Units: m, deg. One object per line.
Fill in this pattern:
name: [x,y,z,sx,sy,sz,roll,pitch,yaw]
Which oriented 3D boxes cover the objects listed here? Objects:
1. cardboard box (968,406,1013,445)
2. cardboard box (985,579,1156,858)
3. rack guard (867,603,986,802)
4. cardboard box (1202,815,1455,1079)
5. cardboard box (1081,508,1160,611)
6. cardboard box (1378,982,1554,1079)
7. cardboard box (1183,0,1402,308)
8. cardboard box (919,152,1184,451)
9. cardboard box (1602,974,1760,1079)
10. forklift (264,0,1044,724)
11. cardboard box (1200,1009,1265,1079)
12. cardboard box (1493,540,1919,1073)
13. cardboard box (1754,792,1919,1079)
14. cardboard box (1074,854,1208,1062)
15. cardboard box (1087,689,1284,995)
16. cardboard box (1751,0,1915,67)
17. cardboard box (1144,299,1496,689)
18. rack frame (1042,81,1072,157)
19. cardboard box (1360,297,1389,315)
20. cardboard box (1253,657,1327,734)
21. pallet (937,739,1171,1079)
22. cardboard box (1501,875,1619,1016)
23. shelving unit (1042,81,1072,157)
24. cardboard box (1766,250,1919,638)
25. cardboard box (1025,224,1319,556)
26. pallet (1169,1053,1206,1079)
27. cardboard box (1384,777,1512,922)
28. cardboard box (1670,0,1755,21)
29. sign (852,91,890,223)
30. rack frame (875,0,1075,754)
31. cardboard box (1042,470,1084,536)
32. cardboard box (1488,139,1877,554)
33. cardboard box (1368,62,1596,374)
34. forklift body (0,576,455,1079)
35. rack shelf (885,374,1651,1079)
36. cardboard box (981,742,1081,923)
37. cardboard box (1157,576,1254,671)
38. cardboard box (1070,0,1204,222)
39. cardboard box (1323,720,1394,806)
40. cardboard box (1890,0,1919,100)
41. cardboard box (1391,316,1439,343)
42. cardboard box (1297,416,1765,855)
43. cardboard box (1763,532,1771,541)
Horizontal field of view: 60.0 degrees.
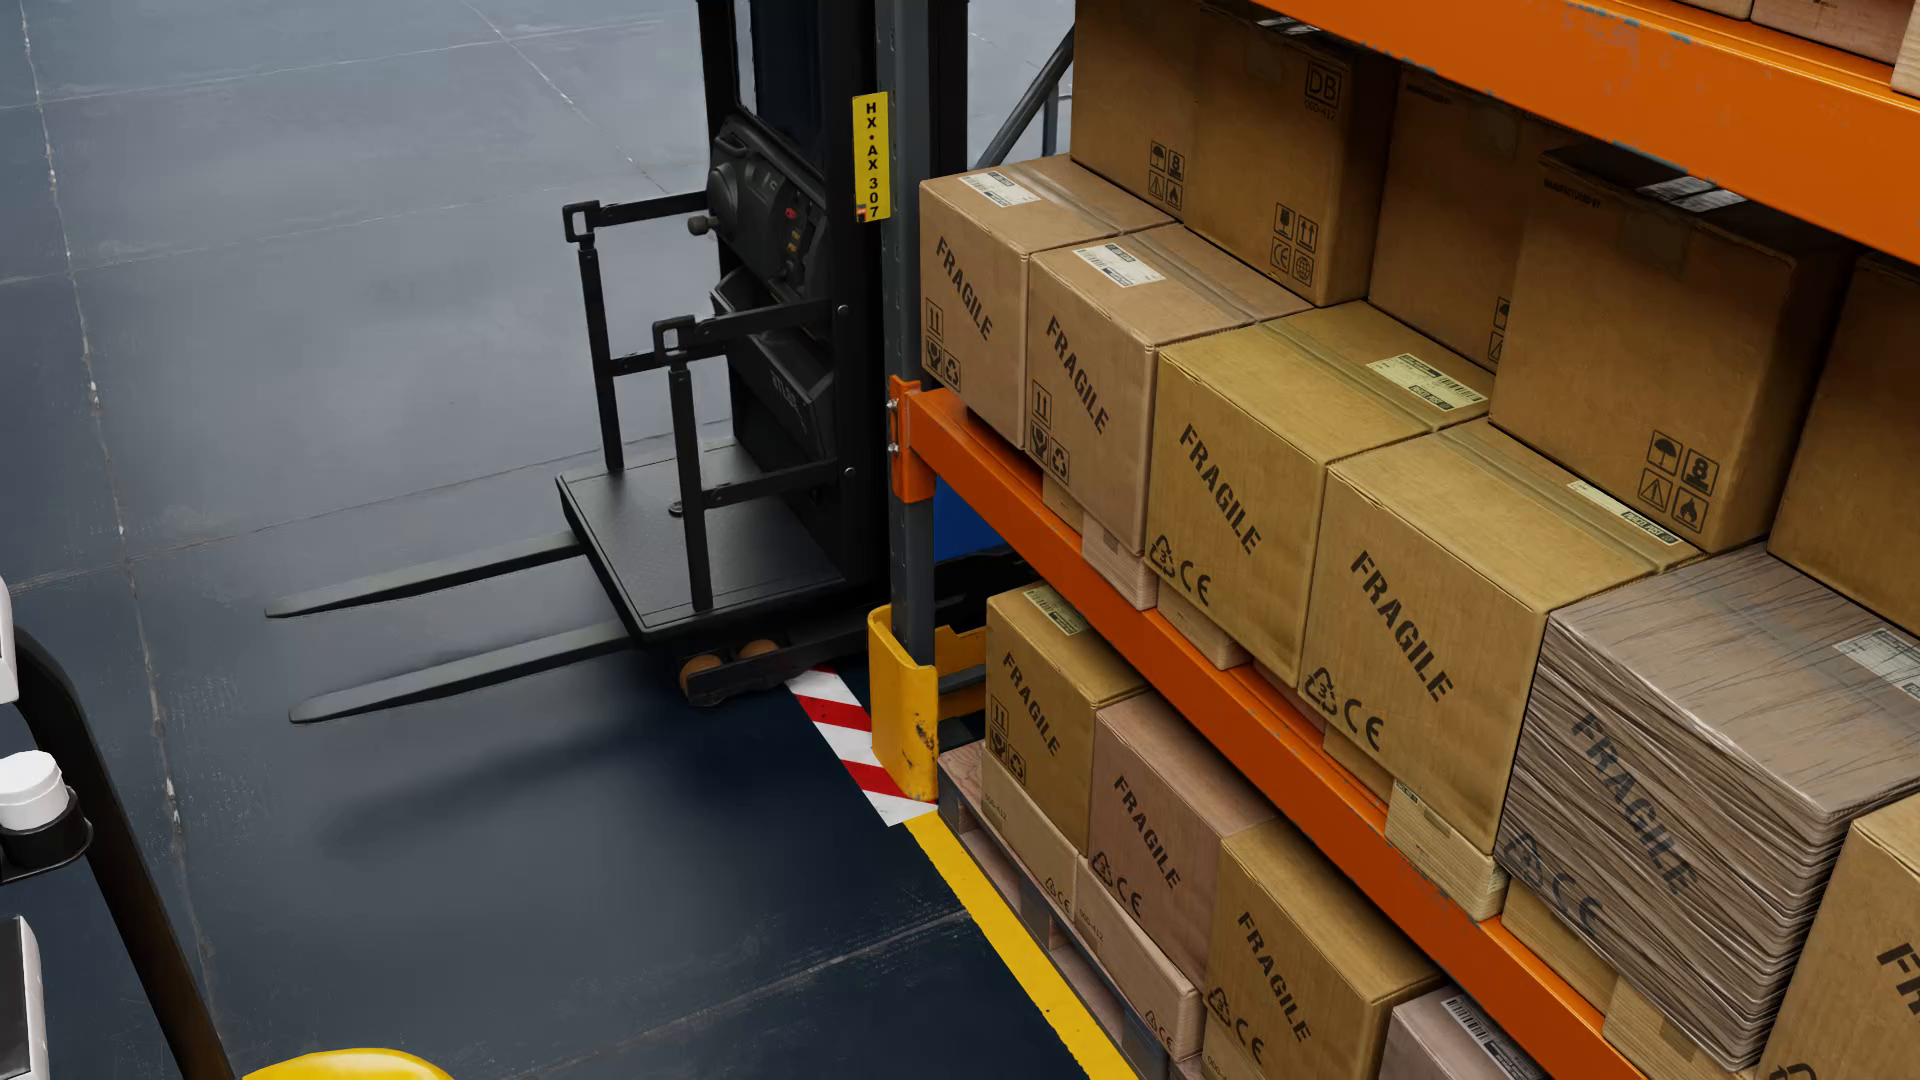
cardboard box: [0.238,-0.406,4.336,0.380,0.149,0.250,-16,36,-23]
cardboard box: [0.406,0.405,4.302,0.500,0.500,0.500,-17,36,-25]
rack guard: [0.298,0.363,5.220,1.175,0.500,0.348,-16,36,-23]
cardboard box: [0.880,0.895,3.537,0.500,0.500,0.500,-15,36,-22]
cardboard box: [0.498,-0.009,3.717,0.380,0.149,0.250,-15,36,-22]
cardboard box: [1.137,1.148,3.142,0.500,0.500,0.500,-14,35,-21]
cardboard box: [0.923,-0.882,3.551,0.700,0.500,0.500,-16,36,-23]
cardboard box: [0.238,-0.597,4.034,0.500,0.500,0.500,-16,36,-24]
cardboard box: [1.232,0.728,2.566,0.380,0.149,0.250,-16,36,-24]
forklift: [-0.789,-1.018,5.122,3.031,2.935,1.130,-15,35,-22]
cardboard box: [0.891,1.212,3.737,0.500,0.250,0.500,-13,35,-20]
cardboard box: [1.209,0.376,2.514,0.500,0.500,0.500,-15,36,-22]
cardboard box: [1.455,0.622,2.130,0.500,0.500,0.500,-15,35,-22]
cardboard box: [0.626,0.955,4.138,0.500,0.250,0.500,-15,35,-21]
cardboard box: [0.653,0.653,3.914,0.500,0.500,0.500,-17,36,-25]
cardboard box: [1.197,-0.688,1.995,0.380,0.149,0.250,-15,36,-22]
cardboard box: [0.721,-0.108,3.270,0.500,0.500,0.500,-17,36,-24]
rack frame: [0.524,-1.157,6.655,0.500,1.500,0.032,-17,36,-26]
cardboard box: [0.989,-0.463,3.824,0.500,0.500,0.500,-16,36,-23]
cardboard box: [0.825,0.217,3.364,0.380,0.149,0.250,-15,35,-22]
pallet: [0.646,0.881,4.679,1.003,0.211,1.213,-16,36,-23]
cardboard box: [1.139,0.598,2.768,0.380,0.149,0.250,-17,36,-24]
shelving unit: [0.786,-0.922,6.287,0.538,1.500,1.048,-17,36,-26]
cardboard box: [1.685,-0.166,2.433,0.700,0.500,0.500,-17,36,-24]
cardboard box: [0.483,-0.351,3.649,0.500,0.500,0.500,-15,35,-22]
pallet: [1.211,1.463,3.771,1.003,0.211,1.213,-16,36,-23]
cardboard box: [0.987,0.485,2.946,0.380,0.149,0.250,-16,36,-23]
cardboard box: [1.074,-0.810,2.186,0.380,0.149,0.250,-16,36,-24]
sign: [-0.217,-0.954,4.156,0.100,0.325,0.005,-16,36,-23]
rack frame: [0.263,-0.726,4.602,1.000,3.000,0.127,-16,36,-23]
cardboard box: [0.420,-0.142,3.924,0.380,0.149,0.250,-17,36,-25]
cardboard box: [1.362,-0.391,2.785,0.700,0.500,0.500,-16,36,-23]
cardboard box: [1.252,-0.664,3.211,0.700,0.500,0.500,-16,36,-24]
forklift body: [-1.629,1.328,2.184,2.313,2.155,1.214,-16,36,-23]
rack shelf: [1.195,0.531,3.307,1.077,0.370,4.000,-16,36,-23]
cardboard box: [0.394,0.710,4.521,0.500,0.250,0.500,-16,36,-23]
cardboard box: [0.648,0.106,3.537,0.380,0.149,0.250,-15,36,-22]
cardboard box: [0.694,-1.125,3.931,0.700,0.500,0.500,-17,36,-24]
cardboard box: [0.921,0.350,3.156,0.380,0.149,0.250,-17,36,-24]
cardboard box: [1.244,-0.543,1.769,0.380,0.149,0.250,-15,36,-22]
cardboard box: [1.219,-0.224,3.450,0.500,0.500,0.500,-16,36,-23]
cardboard box: [0.966,0.132,2.894,0.500,0.500,0.500,-17,36,-24]
cardboard box: [1.439,0.023,3.065,0.500,0.500,0.500,-15,36,-23]
